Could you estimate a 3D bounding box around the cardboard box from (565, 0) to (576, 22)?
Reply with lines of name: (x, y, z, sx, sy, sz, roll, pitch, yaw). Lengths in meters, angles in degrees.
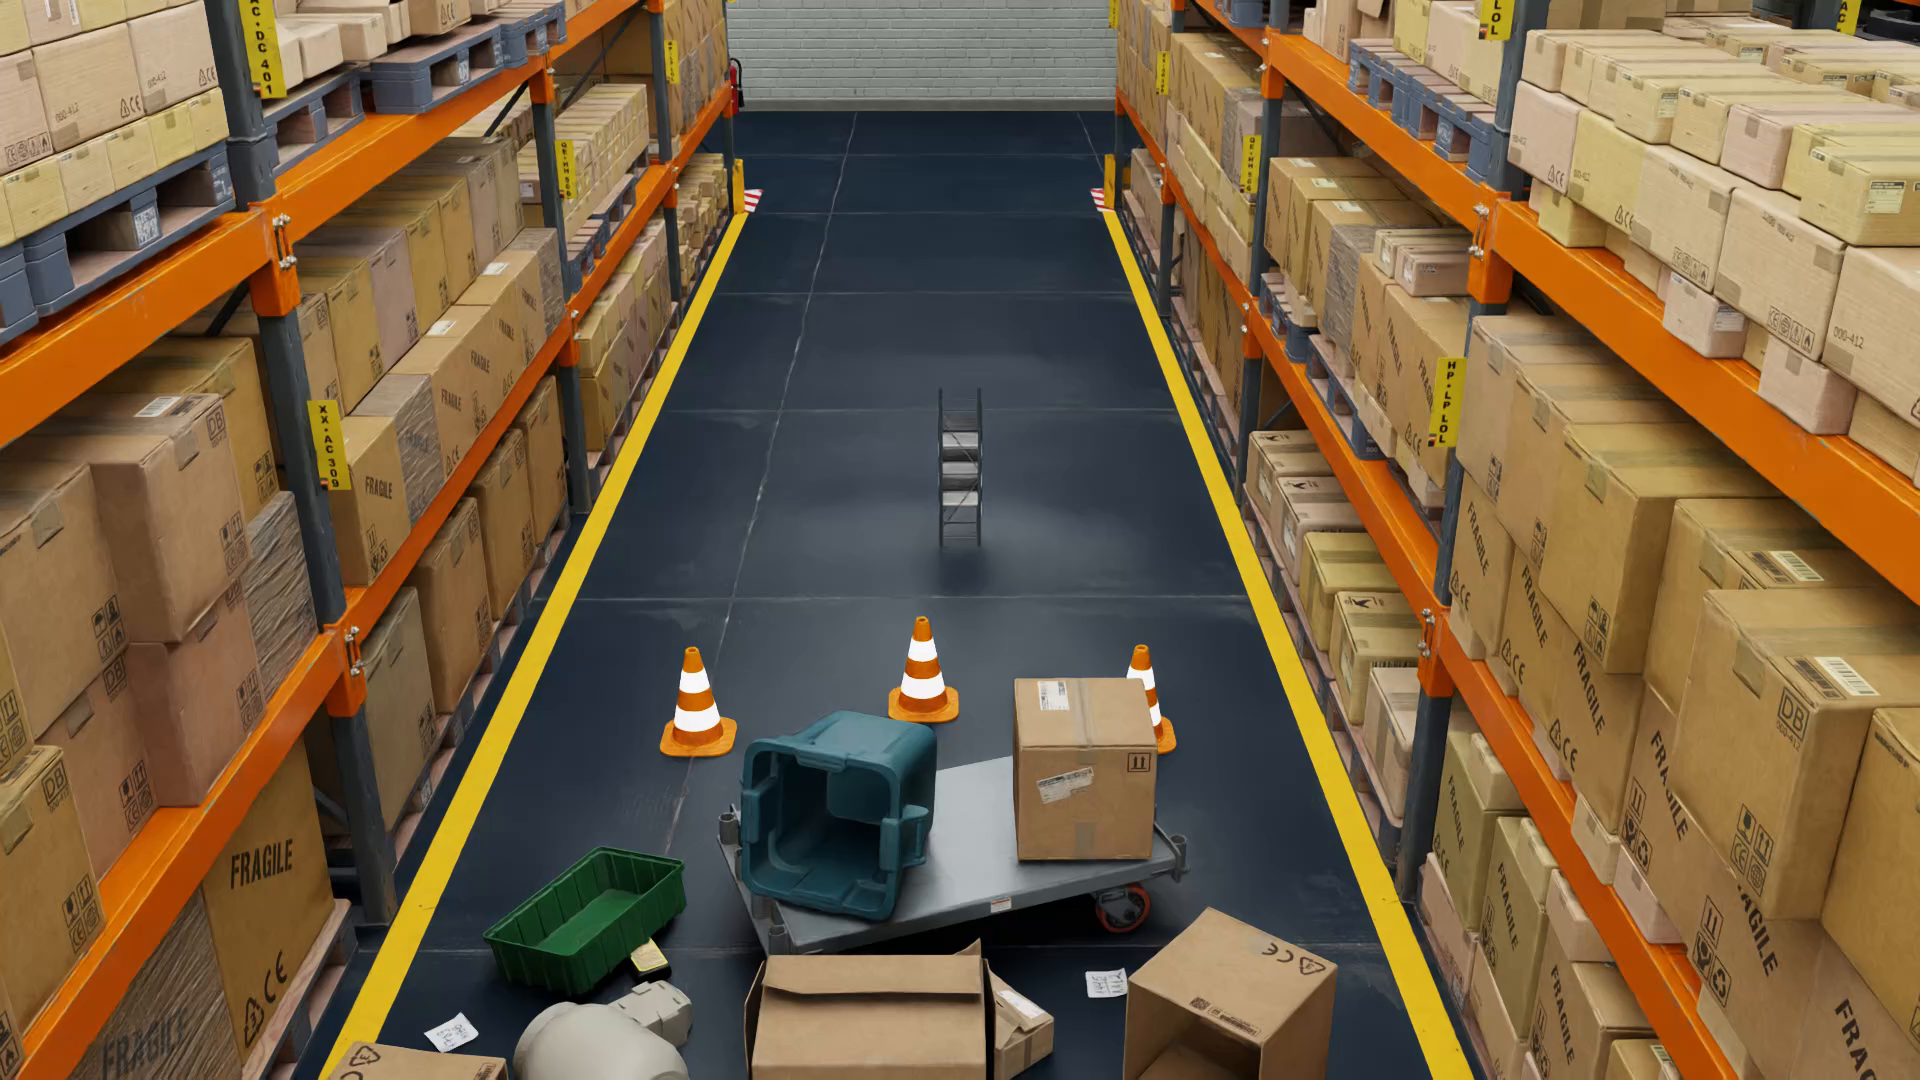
cardboard box: (-2.491, -3.185, 9.391, 0.500, 0.500, 0.500, 0, 24, -1)

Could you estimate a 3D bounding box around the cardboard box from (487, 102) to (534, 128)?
cardboard box: (-3.240, -3.045, 11.915, 0.380, 0.149, 0.250, -1, 24, -1)

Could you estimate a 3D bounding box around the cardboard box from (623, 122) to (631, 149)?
cardboard box: (-2.581, -2.910, 11.979, 0.380, 0.149, 0.250, -1, 24, -2)

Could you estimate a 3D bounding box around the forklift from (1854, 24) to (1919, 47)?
forklift: (5.416, -1.331, 9.213, 3.031, 2.867, 1.129, 0, 24, -1)

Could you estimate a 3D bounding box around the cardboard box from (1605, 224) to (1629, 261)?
cardboard box: (2.060, -0.865, 4.687, 0.380, 0.149, 0.250, 0, 24, -1)

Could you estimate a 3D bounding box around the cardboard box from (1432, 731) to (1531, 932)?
cardboard box: (1.978, 1.012, 5.789, 0.500, 0.500, 0.500, 1, 24, 2)

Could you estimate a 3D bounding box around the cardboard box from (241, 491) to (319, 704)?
cardboard box: (-2.691, 0.196, 5.495, 0.875, 0.550, 0.550, 0, 24, -1)

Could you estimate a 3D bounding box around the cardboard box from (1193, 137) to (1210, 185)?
cardboard box: (1.897, -2.594, 11.421, 0.500, 0.250, 0.500, -1, 24, -2)

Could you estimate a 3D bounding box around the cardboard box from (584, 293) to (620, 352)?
cardboard box: (-2.522, -1.425, 10.873, 0.500, 0.250, 0.500, -1, 24, -1)

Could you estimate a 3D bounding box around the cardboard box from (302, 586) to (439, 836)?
cardboard box: (-2.804, 0.690, 6.804, 1.050, 0.750, 0.750, 0, 24, -1)

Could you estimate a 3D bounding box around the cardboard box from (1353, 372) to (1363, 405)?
cardboard box: (1.963, -0.660, 7.365, 0.380, 0.149, 0.250, 0, 24, -1)

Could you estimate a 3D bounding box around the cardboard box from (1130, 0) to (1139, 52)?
cardboard box: (1.857, -4.774, 15.330, 0.500, 0.500, 0.500, 0, 24, -1)

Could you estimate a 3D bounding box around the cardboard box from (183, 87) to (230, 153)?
cardboard box: (-2.383, -1.228, 4.860, 0.380, 0.149, 0.250, 0, 24, -1)

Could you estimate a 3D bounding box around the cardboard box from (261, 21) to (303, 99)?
cardboard box: (-2.464, -1.680, 5.717, 0.258, 0.266, 0.396, -1, 24, -1)

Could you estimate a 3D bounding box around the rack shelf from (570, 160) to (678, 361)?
rack shelf: (-2.772, -2.033, 11.477, 1.077, 0.370, 4.000, 0, 24, -1)

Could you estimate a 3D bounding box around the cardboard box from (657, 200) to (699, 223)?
cardboard box: (-2.533, -2.921, 14.797, 0.380, 0.149, 0.250, 0, 24, 1)

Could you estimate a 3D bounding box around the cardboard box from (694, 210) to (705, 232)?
cardboard box: (-2.528, -2.896, 15.103, 0.380, 0.149, 0.250, 0, 24, -1)

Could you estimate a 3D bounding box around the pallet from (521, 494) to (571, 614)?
pallet: (-2.817, 0.059, 9.362, 1.003, 0.211, 1.213, 0, 24, -1)

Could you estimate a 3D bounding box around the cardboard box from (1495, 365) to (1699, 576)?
cardboard box: (2.013, -0.196, 4.847, 0.700, 0.500, 0.500, 0, 24, 0)

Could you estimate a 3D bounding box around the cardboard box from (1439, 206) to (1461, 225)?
cardboard box: (2.498, -1.595, 7.858, 0.380, 0.149, 0.250, -1, 24, -3)

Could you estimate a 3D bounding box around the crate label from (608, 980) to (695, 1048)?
crate label: (-1.097, 1.685, 5.859, 0.298, 0.136, 0.250, -19, 31, -36)

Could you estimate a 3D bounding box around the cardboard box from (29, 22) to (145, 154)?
cardboard box: (-2.440, -1.149, 4.200, 0.500, 0.250, 0.500, 0, 24, -1)

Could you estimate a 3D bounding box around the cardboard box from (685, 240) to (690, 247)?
cardboard box: (-2.587, -2.545, 14.686, 0.380, 0.149, 0.250, -1, 24, -2)

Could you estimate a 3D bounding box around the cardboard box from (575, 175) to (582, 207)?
cardboard box: (-2.566, -2.170, 10.343, 0.380, 0.149, 0.250, -1, 24, -2)

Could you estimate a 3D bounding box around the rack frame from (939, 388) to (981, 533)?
rack frame: (-0.001, -0.455, 9.665, 0.240, 0.900, 0.006, 0, 24, -1)

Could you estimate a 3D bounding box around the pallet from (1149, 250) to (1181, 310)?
pallet: (2.224, -2.292, 14.561, 1.003, 0.211, 1.213, 0, 24, -1)

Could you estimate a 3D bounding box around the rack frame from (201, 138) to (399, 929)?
rack frame: (-2.707, 0.112, 5.862, 1.000, 3.000, 0.127, 0, 24, -1)

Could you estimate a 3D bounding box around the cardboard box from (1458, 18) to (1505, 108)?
cardboard box: (2.090, -1.682, 5.861, 0.500, 0.250, 0.500, -1, 24, -2)

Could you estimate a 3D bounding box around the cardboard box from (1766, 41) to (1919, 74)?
cardboard box: (2.543, -1.331, 4.750, 0.380, 0.149, 0.250, -1, 24, -2)

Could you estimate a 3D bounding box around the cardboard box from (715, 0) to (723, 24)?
cardboard box: (-2.584, -5.282, 16.093, 0.500, 0.500, 0.500, -1, 24, -2)

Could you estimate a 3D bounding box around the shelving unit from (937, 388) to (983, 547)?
shelving unit: (0.000, -0.413, 9.572, 0.258, 0.900, 0.210, 0, 24, -1)

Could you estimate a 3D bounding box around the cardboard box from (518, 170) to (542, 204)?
cardboard box: (-2.562, -2.077, 9.776, 0.380, 0.149, 0.250, 0, 24, 0)

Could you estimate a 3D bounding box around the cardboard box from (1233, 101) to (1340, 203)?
cardboard box: (1.931, -2.313, 9.890, 0.500, 0.500, 0.500, -1, 24, -2)

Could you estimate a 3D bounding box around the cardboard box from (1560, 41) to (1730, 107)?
cardboard box: (1.951, -1.329, 4.746, 0.380, 0.149, 0.250, 0, 24, 1)

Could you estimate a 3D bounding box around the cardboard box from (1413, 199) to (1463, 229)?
cardboard box: (2.504, -1.366, 8.137, 0.500, 0.500, 0.500, -2, 24, -4)

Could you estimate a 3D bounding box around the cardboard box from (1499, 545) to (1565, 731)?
cardboard box: (1.997, 0.256, 5.061, 0.500, 0.500, 0.500, 0, 24, -1)

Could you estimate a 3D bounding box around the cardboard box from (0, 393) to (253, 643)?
cardboard box: (-2.615, -0.070, 4.772, 0.875, 0.550, 0.550, 0, 24, -1)

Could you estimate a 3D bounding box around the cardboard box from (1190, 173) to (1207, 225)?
cardboard box: (1.888, -2.367, 11.526, 0.500, 0.250, 0.500, -1, 24, -1)

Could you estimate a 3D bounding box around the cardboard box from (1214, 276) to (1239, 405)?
cardboard box: (2.268, -1.476, 11.442, 0.875, 0.875, 0.875, 0, 24, 0)

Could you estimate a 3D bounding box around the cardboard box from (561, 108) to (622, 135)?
cardboard box: (-2.588, -2.941, 11.687, 0.380, 0.149, 0.250, -1, 24, -2)

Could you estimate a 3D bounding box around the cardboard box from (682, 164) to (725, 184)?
cardboard box: (-2.503, -3.569, 16.230, 0.380, 0.149, 0.250, -1, 24, -2)

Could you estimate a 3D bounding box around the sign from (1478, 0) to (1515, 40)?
sign: (1.687, -1.730, 5.189, 0.100, 0.325, 0.005, 0, 24, -1)

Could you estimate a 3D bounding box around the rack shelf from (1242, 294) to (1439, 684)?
rack shelf: (2.220, -0.448, 7.974, 1.077, 0.370, 4.000, 0, 24, -1)

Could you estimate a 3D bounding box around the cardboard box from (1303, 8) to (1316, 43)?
cardboard box: (2.031, -2.722, 8.793, 0.380, 0.149, 0.250, 0, 24, -1)

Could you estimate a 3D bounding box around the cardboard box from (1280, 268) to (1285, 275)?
cardboard box: (2.016, -1.542, 9.315, 0.380, 0.149, 0.250, -2, 24, -4)

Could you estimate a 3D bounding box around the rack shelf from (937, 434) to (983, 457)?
rack shelf: (0.000, -0.547, 9.512, 0.258, 0.077, 0.200, 0, 24, -1)

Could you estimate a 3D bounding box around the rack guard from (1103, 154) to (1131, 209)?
rack guard: (2.111, -3.768, 17.474, 1.175, 0.500, 0.348, 0, 24, -1)

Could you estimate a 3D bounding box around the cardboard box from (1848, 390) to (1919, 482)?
cardboard box: (2.016, -0.229, 3.282, 0.380, 0.149, 0.250, -1, 24, -2)

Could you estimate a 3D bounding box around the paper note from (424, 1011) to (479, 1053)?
paper note: (-1.794, 1.738, 5.870, 0.147, 0.020, 0.142, -19, 31, -36)

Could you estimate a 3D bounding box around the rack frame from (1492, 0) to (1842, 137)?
rack frame: (2.242, -2.685, 4.767, 1.000, 3.000, 0.127, 0, 24, -1)

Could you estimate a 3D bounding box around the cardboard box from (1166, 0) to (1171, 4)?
cardboard box: (1.925, -4.487, 13.909, 0.380, 0.149, 0.250, 0, 24, -1)

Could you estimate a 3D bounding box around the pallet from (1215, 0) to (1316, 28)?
pallet: (2.138, -3.146, 9.655, 1.213, 0.211, 1.003, 1, 24, 2)

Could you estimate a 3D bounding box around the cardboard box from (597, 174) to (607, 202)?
cardboard box: (-2.570, -2.345, 11.090, 0.380, 0.149, 0.250, 0, 24, 0)

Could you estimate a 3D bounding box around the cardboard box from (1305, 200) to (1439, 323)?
cardboard box: (1.997, -1.353, 8.109, 0.500, 0.500, 0.500, 0, 24, 0)

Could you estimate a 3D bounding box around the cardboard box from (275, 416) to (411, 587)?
cardboard box: (-2.444, -0.151, 6.324, 0.500, 0.500, 0.500, 0, 24, 0)

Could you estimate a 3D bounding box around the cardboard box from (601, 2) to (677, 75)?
cardboard box: (-2.556, -4.008, 13.277, 0.500, 0.500, 0.500, 0, 24, 1)

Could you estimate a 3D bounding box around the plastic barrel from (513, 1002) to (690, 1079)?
plastic barrel: (-1.161, 1.746, 5.375, 0.512, 0.421, 0.421, 19, 30, 35)

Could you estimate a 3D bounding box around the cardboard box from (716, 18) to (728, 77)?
cardboard box: (-2.576, -4.830, 16.307, 0.500, 0.500, 0.500, 0, 24, 1)

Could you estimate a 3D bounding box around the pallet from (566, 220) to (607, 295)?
pallet: (-2.865, -1.742, 10.194, 1.213, 0.211, 1.003, 0, 24, -1)
